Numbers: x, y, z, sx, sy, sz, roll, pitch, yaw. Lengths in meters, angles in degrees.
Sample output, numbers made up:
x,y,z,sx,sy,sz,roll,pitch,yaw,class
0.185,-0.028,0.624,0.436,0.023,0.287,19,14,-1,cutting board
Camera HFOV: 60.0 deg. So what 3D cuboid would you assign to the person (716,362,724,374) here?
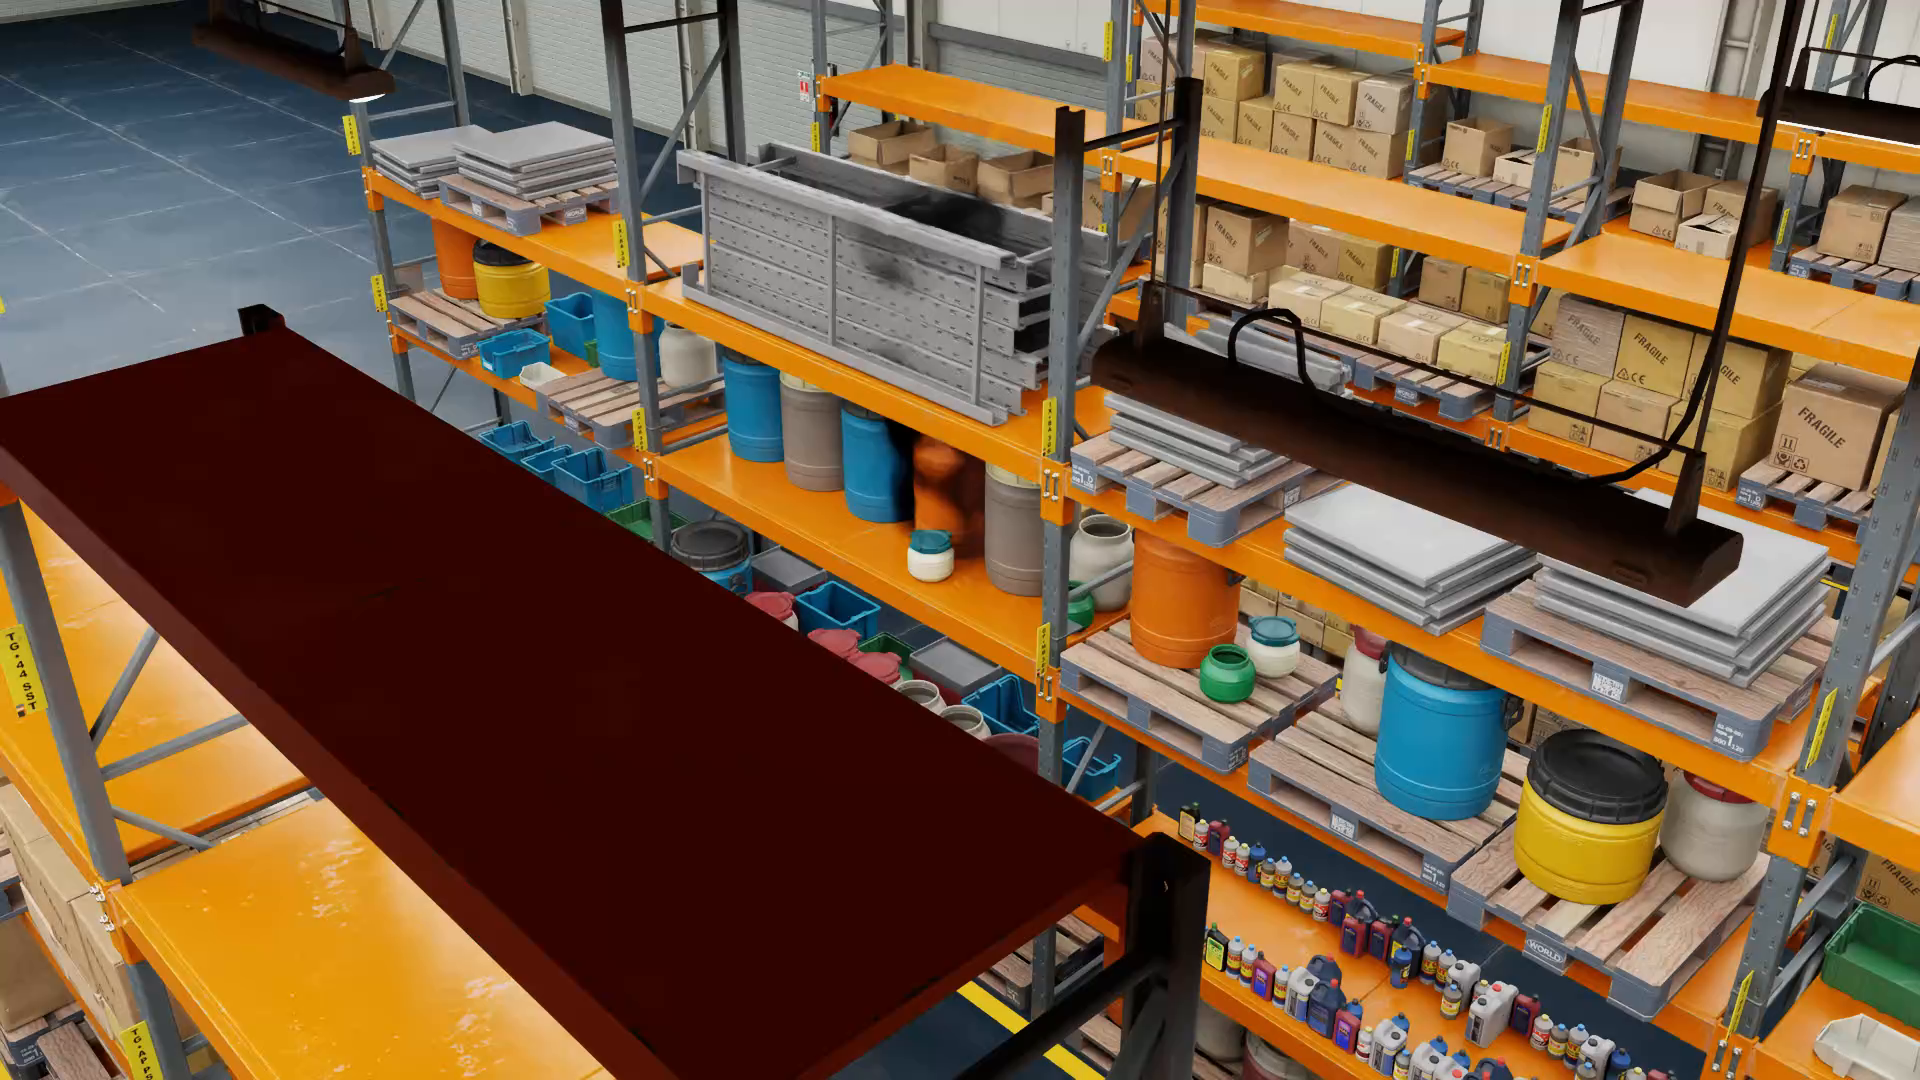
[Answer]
x,y,z,sx,sy,sz,roll,pitch,yaw,class
-3.178,-2.489,19.603,0.919,1.776,0.706,-5,29,-10,person
